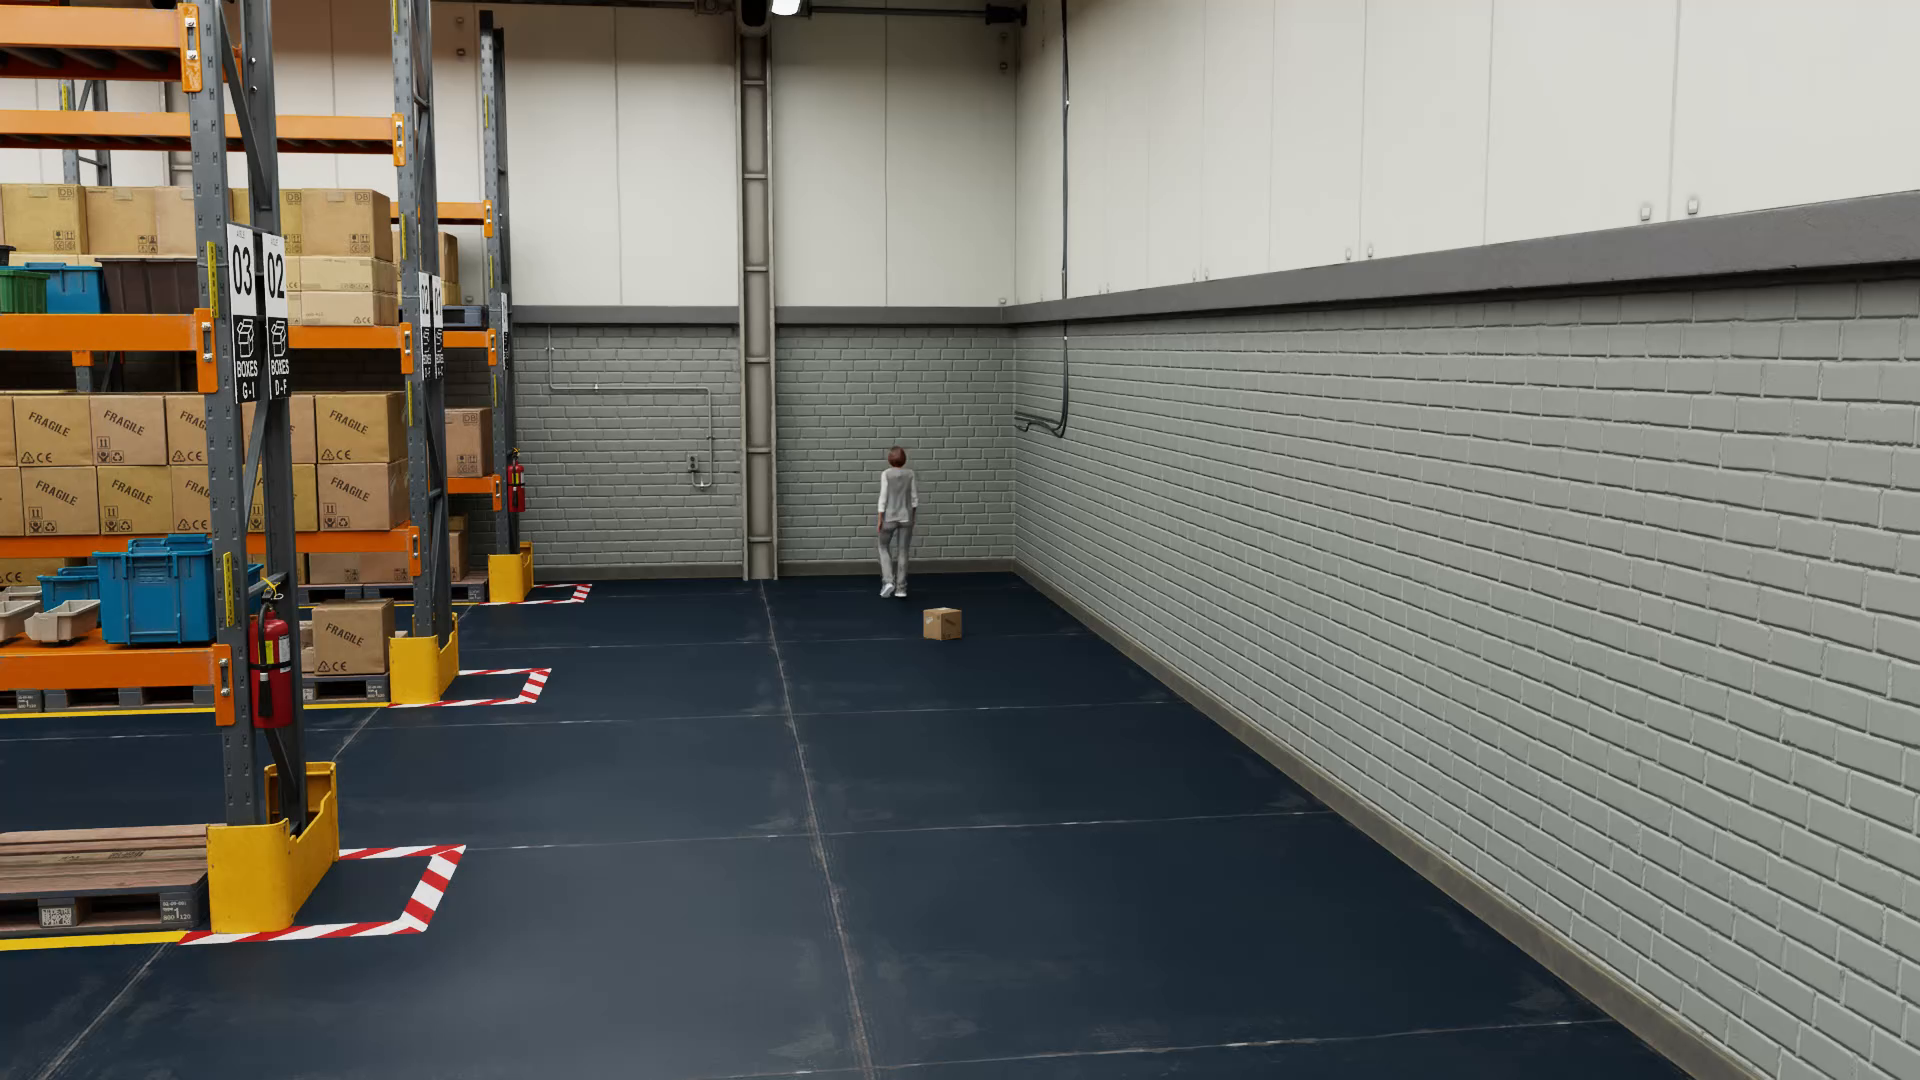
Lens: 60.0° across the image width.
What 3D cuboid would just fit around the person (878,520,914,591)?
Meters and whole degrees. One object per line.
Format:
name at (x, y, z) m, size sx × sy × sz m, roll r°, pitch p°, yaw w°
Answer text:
person at (-0.669, 0.164, 17.525) m, size 0.350 × 0.700 × 0.490 m, roll -2°, pitch 7°, yaw -13°
